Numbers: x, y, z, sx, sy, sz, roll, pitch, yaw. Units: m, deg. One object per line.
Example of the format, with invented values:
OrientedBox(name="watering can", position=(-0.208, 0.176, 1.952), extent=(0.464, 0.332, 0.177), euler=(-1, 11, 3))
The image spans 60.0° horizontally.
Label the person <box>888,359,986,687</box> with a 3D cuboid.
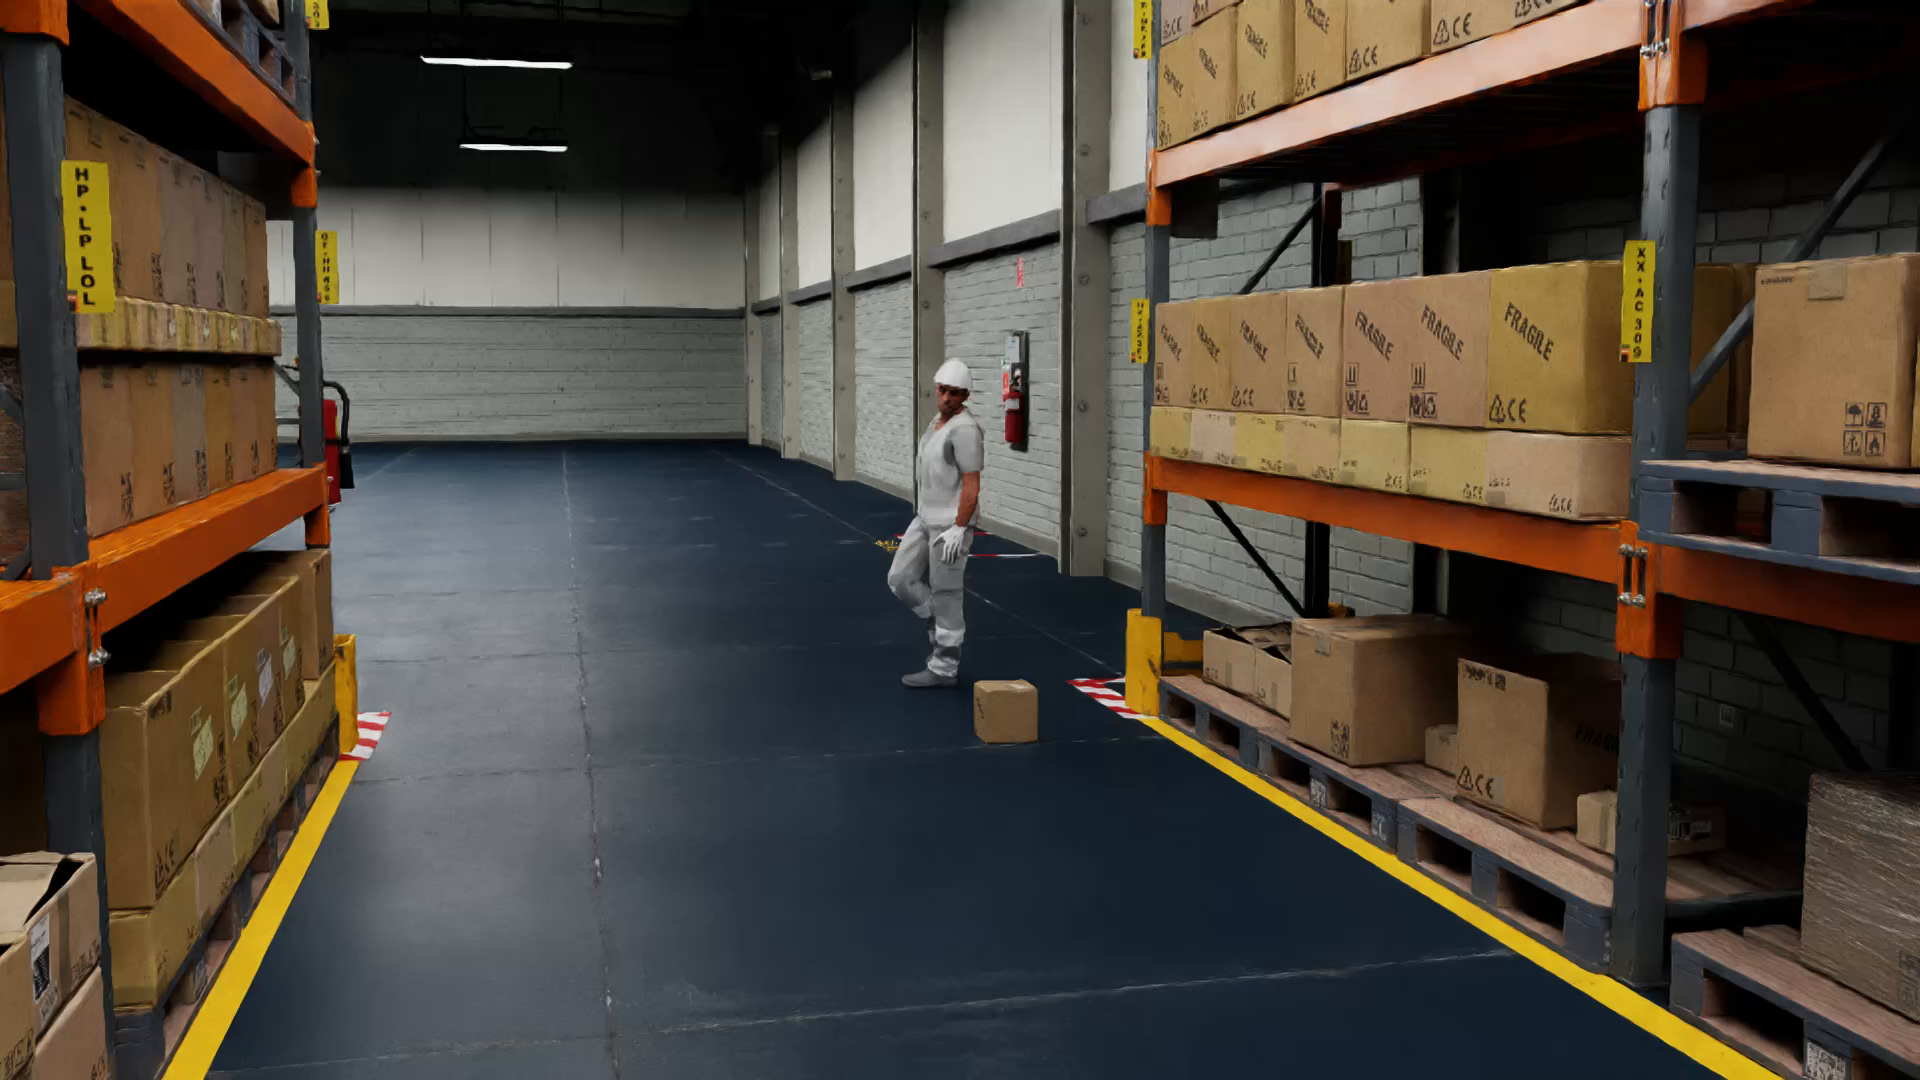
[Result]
OrientedBox(name="person", position=(-0.133, -0.075, 8.902), extent=(0.453, 1.774, 0.729), euler=(-2, 6, -17))
